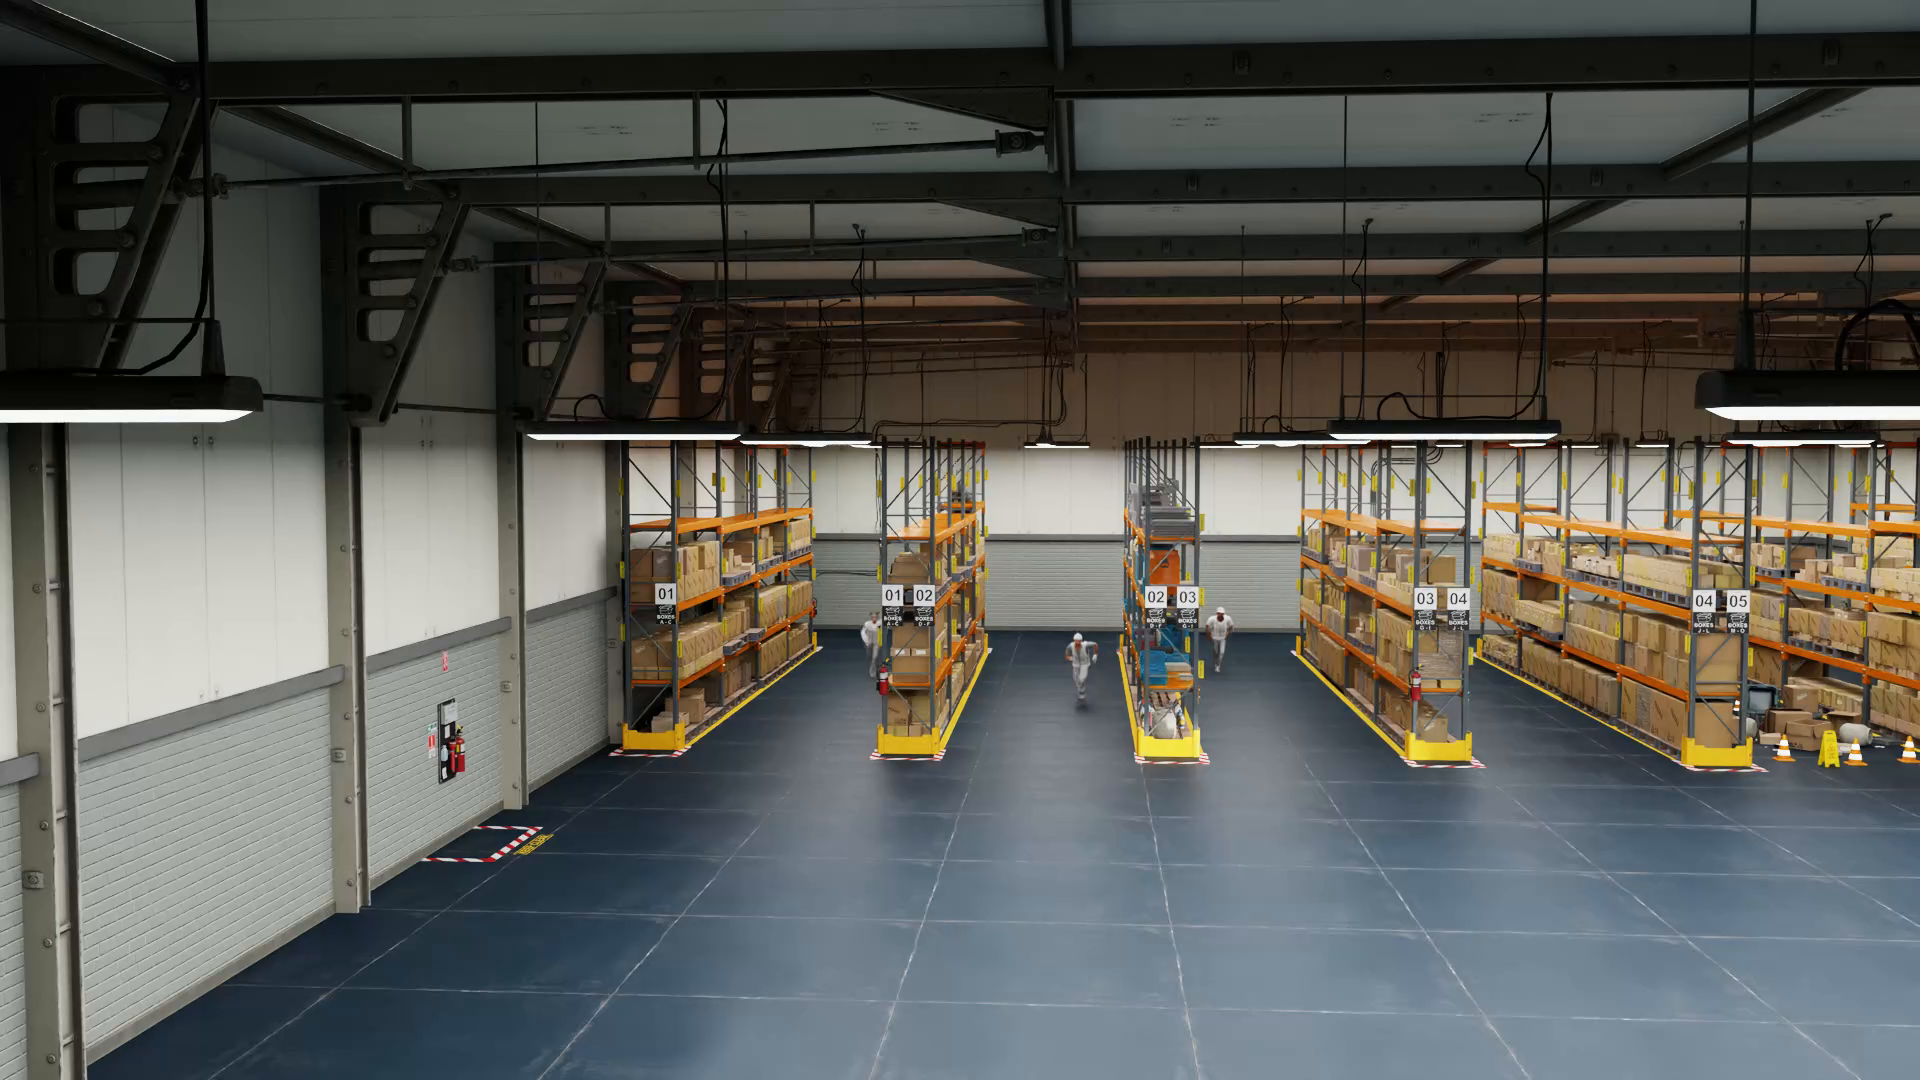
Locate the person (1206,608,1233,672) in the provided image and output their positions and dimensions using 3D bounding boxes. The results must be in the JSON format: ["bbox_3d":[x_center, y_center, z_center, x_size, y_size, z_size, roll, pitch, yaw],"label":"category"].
[{"bbox_3d":[6.754,2.583,43.353,0.699,1.701,0.884,0,3,-3],"label":"person"}]

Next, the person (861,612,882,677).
[{"bbox_3d":[-2.211,2.655,42.552,0.624,1.667,0.871,0,3,1],"label":"person"}]

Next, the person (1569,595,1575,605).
[{"bbox_3d":[16.747,2.422,45.661,0.674,1.823,0.836,0,3,-5],"label":"person"}]

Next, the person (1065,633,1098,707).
[{"bbox_3d":[2.739,2.910,37.423,0.704,1.695,0.993,1,3,15],"label":"person"}]
